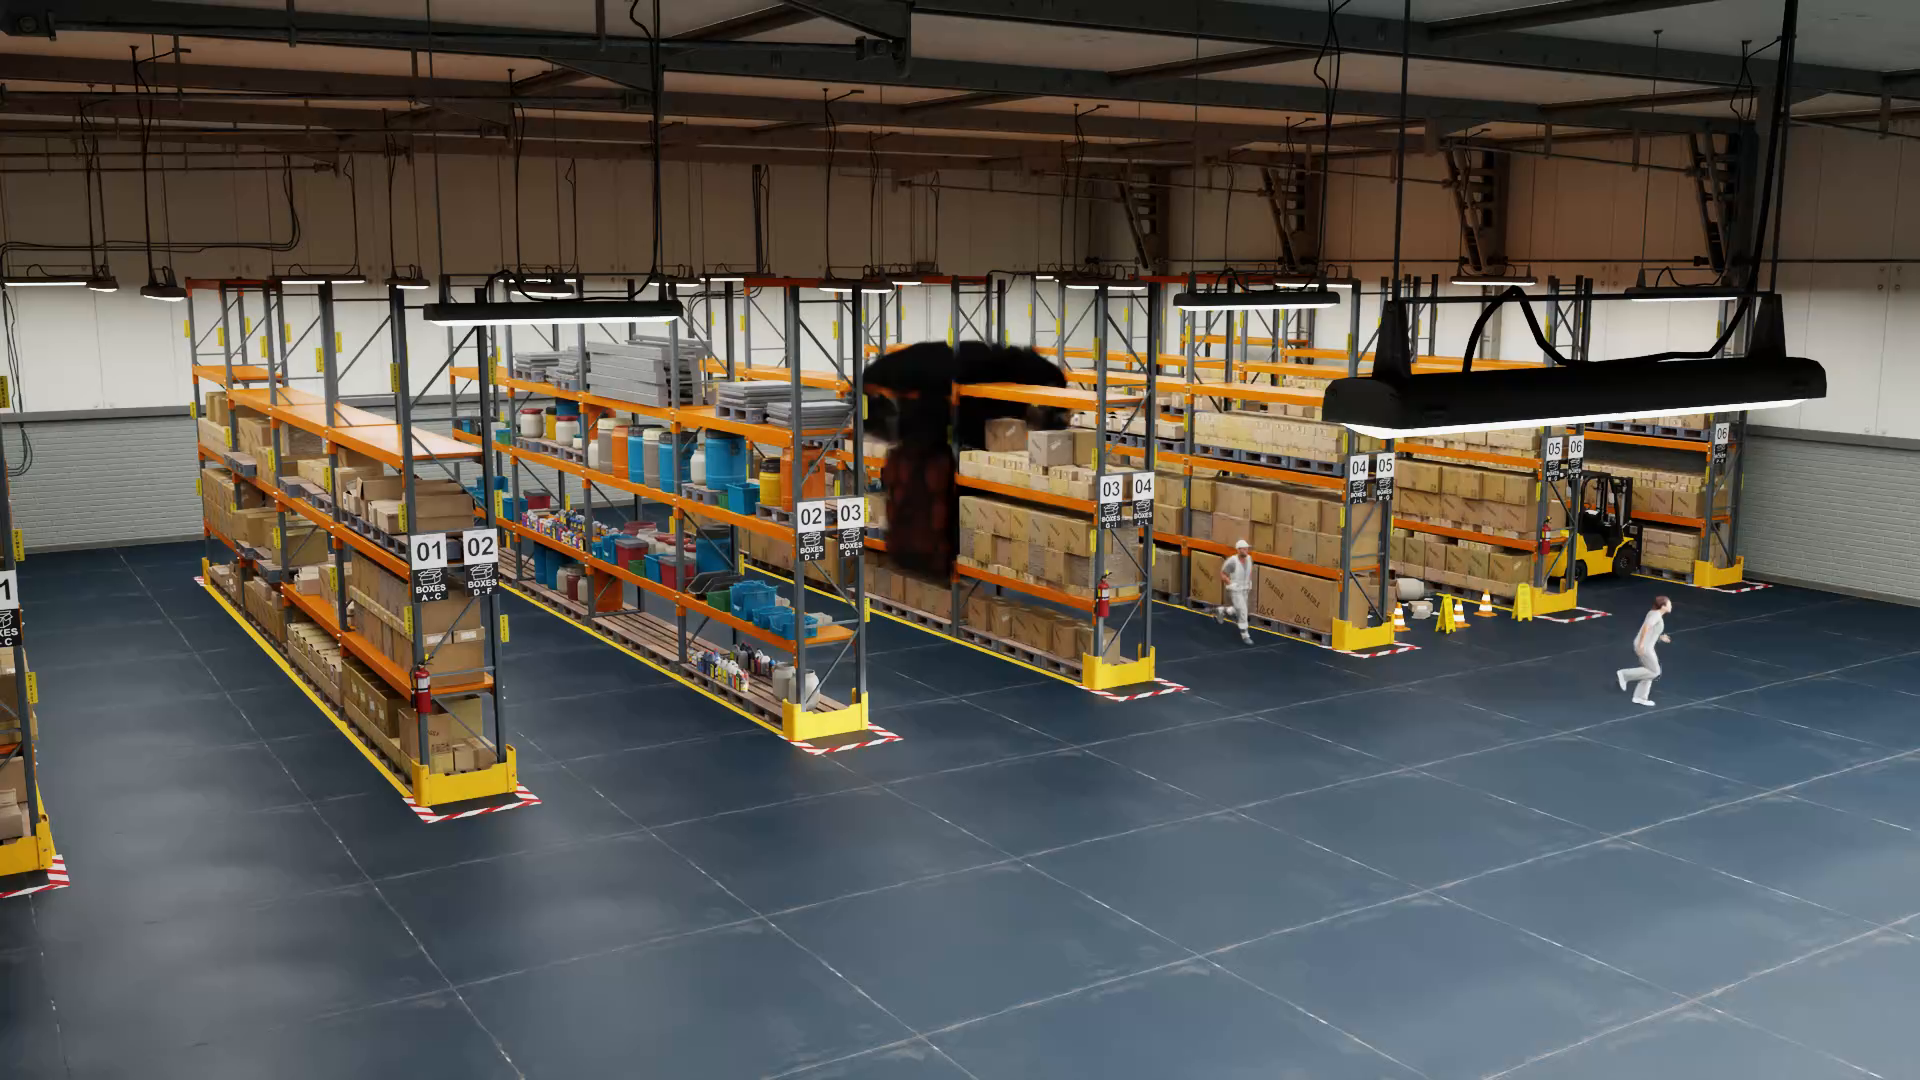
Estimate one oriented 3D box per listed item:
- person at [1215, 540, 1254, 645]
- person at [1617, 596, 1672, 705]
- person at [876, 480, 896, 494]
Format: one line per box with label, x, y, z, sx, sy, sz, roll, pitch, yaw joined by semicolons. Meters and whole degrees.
person;4.604;0.842;27.896;0.668;1.764;0.890;-7;12;-37
person;9.849;1.581;23.938;0.707;1.599;0.554;2;10;9
person;-1.861;-1.654;42.561;0.675;1.765;0.696;7;12;37
